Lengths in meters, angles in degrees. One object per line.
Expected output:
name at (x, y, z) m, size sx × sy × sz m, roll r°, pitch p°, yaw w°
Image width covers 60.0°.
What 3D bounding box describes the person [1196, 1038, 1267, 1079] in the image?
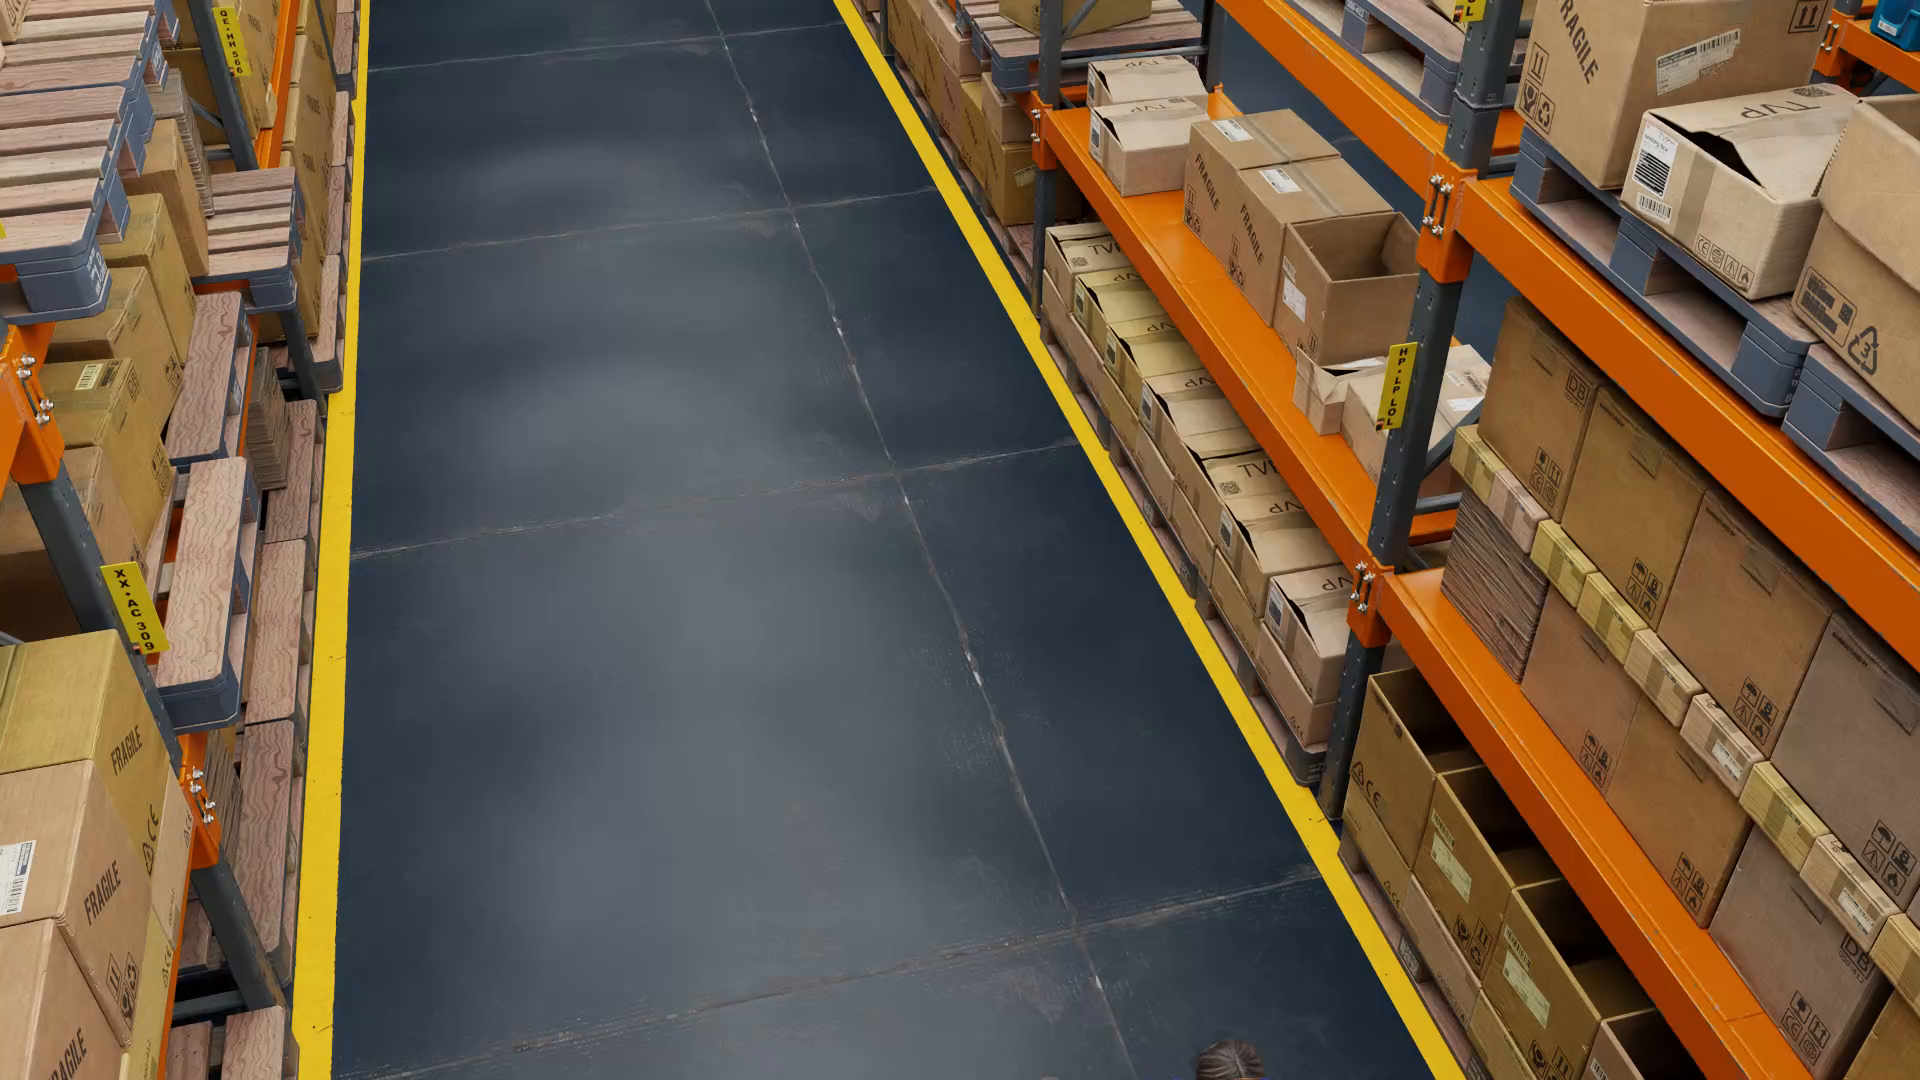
person at (0.703, 1.876, 4.330) m, size 0.466 × 1.591 × 0.996 m, roll -14°, pitch 41°, yaw -17°
